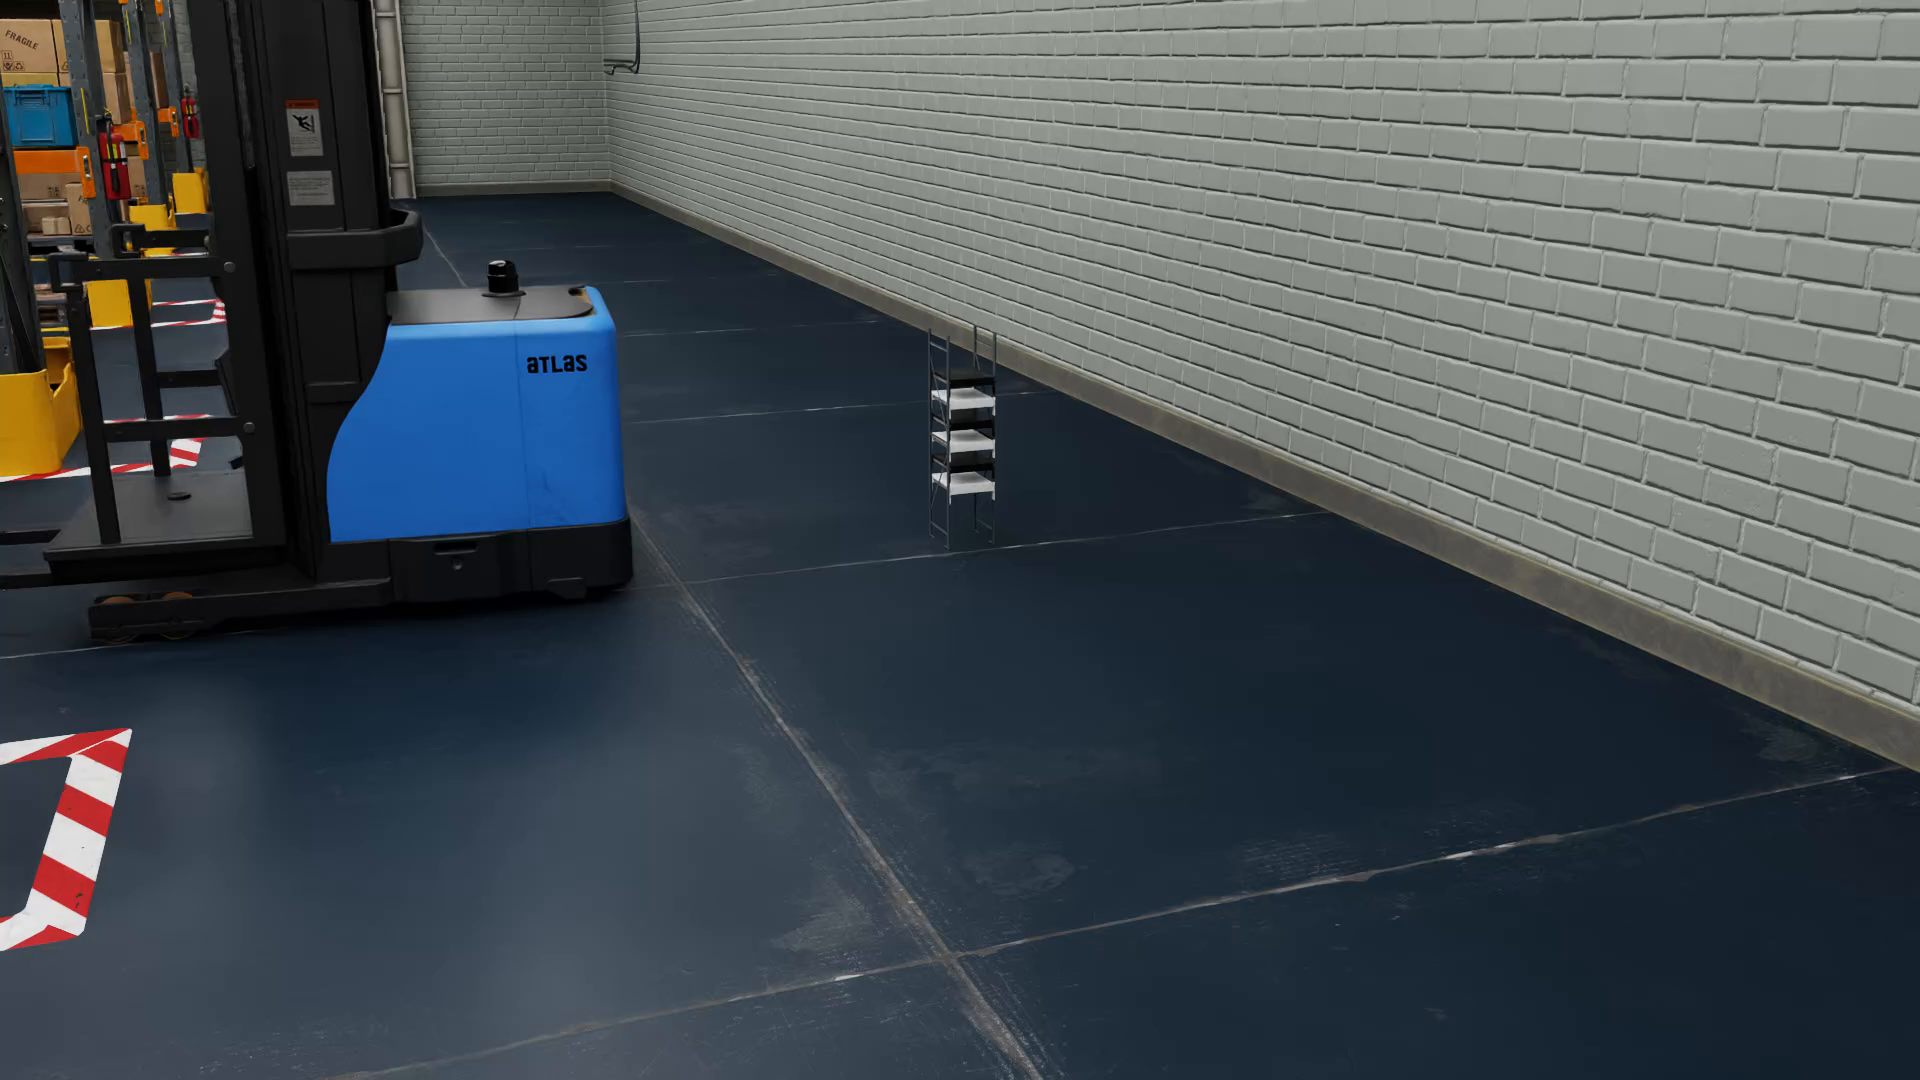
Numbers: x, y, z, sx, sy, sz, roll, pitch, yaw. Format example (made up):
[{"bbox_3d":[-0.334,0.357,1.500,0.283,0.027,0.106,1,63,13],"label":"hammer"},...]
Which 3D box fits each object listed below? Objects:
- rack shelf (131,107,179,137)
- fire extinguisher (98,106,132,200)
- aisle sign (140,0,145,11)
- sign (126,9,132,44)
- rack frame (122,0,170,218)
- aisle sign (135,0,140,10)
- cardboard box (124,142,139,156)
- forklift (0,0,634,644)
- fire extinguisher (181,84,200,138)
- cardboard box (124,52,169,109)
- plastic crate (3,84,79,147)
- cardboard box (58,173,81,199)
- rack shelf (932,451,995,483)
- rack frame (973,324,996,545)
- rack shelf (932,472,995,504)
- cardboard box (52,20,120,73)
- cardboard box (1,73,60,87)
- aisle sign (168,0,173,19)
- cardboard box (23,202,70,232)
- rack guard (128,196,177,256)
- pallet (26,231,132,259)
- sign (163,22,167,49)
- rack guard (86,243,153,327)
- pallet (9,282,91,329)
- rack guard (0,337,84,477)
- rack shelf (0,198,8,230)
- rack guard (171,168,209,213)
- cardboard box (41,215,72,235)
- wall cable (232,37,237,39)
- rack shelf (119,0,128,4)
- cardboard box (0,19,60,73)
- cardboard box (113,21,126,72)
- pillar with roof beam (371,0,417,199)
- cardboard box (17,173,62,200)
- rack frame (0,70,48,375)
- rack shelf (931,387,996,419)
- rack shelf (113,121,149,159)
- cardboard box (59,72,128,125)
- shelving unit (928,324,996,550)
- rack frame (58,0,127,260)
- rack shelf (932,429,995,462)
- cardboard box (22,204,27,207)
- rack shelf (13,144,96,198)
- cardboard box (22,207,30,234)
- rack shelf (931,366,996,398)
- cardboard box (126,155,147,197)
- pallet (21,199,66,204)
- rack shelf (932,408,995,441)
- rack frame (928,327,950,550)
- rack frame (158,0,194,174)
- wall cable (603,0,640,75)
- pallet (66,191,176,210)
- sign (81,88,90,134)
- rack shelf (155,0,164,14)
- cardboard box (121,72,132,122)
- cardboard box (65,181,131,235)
[{"bbox_3d":[-12.040,-5.270,20.998,4.000,0.370,1.077,-6,17,-20],"label":"rack shelf"},{"bbox_3d":[-6.324,-2.890,12.415,0.183,0.674,0.296,-6,17,-20],"label":"fire extinguisher"},{"bbox_3d":[-8.437,-5.846,17.067,0.004,0.787,0.394,-6,17,-20],"label":"aisle sign"},{"bbox_3d":[-8.216,-5.073,16.435,0.005,0.325,0.100,-6,17,-20],"label":"sign"},{"bbox_3d":[-8.396,-4.514,17.147,0.127,3.000,1.000,-6,17,-20],"label":"rack frame"},{"bbox_3d":[-8.223,-5.688,16.529,0.004,0.787,0.394,-6,17,-20],"label":"aisle sign"},{"bbox_3d":[-10.745,-5.099,21.677,0.250,0.149,0.380,-6,17,-20],"label":"cardboard box"},{"bbox_3d":[-2.825,-1.204,5.996,3.031,2.935,1.130,-4,17,-15],"label":"forklift"},{"bbox_3d":[-9.866,-5.495,21.285,0.183,0.674,0.296,-6,17,-20],"label":"fire extinguisher"},{"bbox_3d":[-10.645,-5.907,21.357,0.700,0.700,0.980,-5,17,-18],"label":"cardboard box"},{"bbox_3d":[-6.873,-3.173,12.412,0.499,0.435,0.616,-6,17,-20],"label":"plastic crate"},{"bbox_3d":[-11.257,-4.672,21.375,0.500,0.500,0.700,-6,17,-20],"label":"cardboard box"},{"bbox_3d":[0.008,-0.314,7.009,0.200,0.077,0.258,-6,17,-20],"label":"rack shelf"},{"bbox_3d":[0.103,-0.443,7.009,0.006,0.900,0.240,-6,17,-20],"label":"rack frame"},{"bbox_3d":[0.008,-0.228,7.034,0.200,0.077,0.258,-6,17,-20],"label":"rack shelf"},{"bbox_3d":[-8.713,-4.925,16.592,0.500,0.500,0.500,-6,18,-21],"label":"cardboard box"},{"bbox_3d":[-9.200,-4.392,16.554,0.500,0.500,0.500,-6,17,-20],"label":"cardboard box"},{"bbox_3d":[-9.997,-6.993,20.973,0.004,0.787,0.394,-6,17,-20],"label":"aisle sign"},{"bbox_3d":[-9.472,-3.375,17.368,0.500,0.250,0.500,-6,17,-20],"label":"cardboard box"},{"bbox_3d":[-8.467,-3.307,17.473,0.348,0.500,1.175,-6,17,-20],"label":"rack guard"},{"bbox_3d":[-9.211,-3.088,17.239,1.213,0.211,1.003,-6,17,-20],"label":"pallet"},{"bbox_3d":[-9.991,-6.342,20.896,0.005,0.325,0.100,-6,17,-20],"label":"sign"},{"bbox_3d":[-6.609,-2.017,13.079,0.348,0.500,1.175,-6,17,-20],"label":"rack guard"},{"bbox_3d":[-7.411,-1.800,12.852,1.213,0.211,1.003,-6,17,-20],"label":"pallet"},{"bbox_3d":[-4.832,-0.710,8.630,0.348,0.500,1.175,-6,17,-20],"label":"rack guard"},{"bbox_3d":[-6.722,-1.361,7.684,4.000,0.370,1.077,-6,17,-20],"label":"rack shelf"},{"bbox_3d":[-10.150,-4.620,21.944,0.348,0.500,1.175,-6,17,-20],"label":"rack guard"},{"bbox_3d":[-9.226,-3.229,17.018,0.250,0.166,0.380,-6,17,-20],"label":"cardboard box"},{"bbox_3d":[-9.315,-6.683,22.728,1.851,1.984,0.084,-6,17,-20],"label":"wall cable"},{"bbox_3d":[-10.264,-5.407,16.139,4.000,0.370,1.077,-6,17,-20],"label":"rack shelf"},{"bbox_3d":[-9.185,-4.873,16.418,0.500,0.500,0.500,-6,17,-19],"label":"cardboard box"},{"bbox_3d":[-8.905,-5.066,17.076,0.500,0.500,0.500,-6,17,-18],"label":"cardboard box"},{"bbox_3d":[-6.420,-8.063,18.583,0.400,9.000,9.100,-6,17,-20],"label":"pillar with roof beam"},{"bbox_3d":[-11.727,-4.621,21.202,0.500,0.500,0.700,-7,18,-22],"label":"cardboard box"},{"bbox_3d":[-4.855,-1.907,8.270,0.127,3.000,1.000,-6,17,-20],"label":"rack frame"},{"bbox_3d":[0.008,-0.573,6.933,0.200,0.077,0.258,-6,17,-20],"label":"rack shelf"},{"bbox_3d":[-10.264,-3.967,16.561,4.000,0.370,1.077,-6,17,-20],"label":"rack shelf"},{"bbox_3d":[-8.717,-4.445,16.735,0.500,0.500,0.500,-6,17,-18],"label":"cardboard box"},{"bbox_3d":[0.008,-0.433,6.974,0.210,0.900,0.258,-6,17,-20],"label":"shelving unit"},{"bbox_3d":[-6.627,-3.210,12.707,0.127,3.000,1.000,-6,17,-20],"label":"rack frame"},{"bbox_3d":[0.008,-0.401,6.984,0.200,0.077,0.258,-6,17,-20],"label":"rack shelf"},{"bbox_3d":[-9.939,-3.325,17.196,0.500,0.250,0.500,-6,17,-20],"label":"cardboard box"},{"bbox_3d":[-8.495,-2.664,12.122,4.000,0.370,1.077,-6,17,-20],"label":"rack shelf"},{"bbox_3d":[-9.713,-3.198,16.765,0.500,0.250,0.500,-6,17,-20],"label":"cardboard box"},{"bbox_3d":[0.008,-0.660,6.908,0.200,0.077,0.258,-6,17,-20],"label":"rack shelf"},{"bbox_3d":[-10.790,-4.722,21.547,0.500,0.500,0.700,-6,17,-20],"label":"cardboard box"},{"bbox_3d":[-12.028,-4.256,21.217,1.213,0.211,1.003,-6,17,-20],"label":"pallet"},{"bbox_3d":[0.008,-0.487,6.958,0.200,0.077,0.258,-6,17,-20],"label":"rack shelf"},{"bbox_3d":[-0.087,-0.422,6.939,0.006,0.900,0.240,-6,17,-20],"label":"rack frame"},{"bbox_3d":[-10.172,-5.817,21.584,0.127,3.000,1.000,-6,17,-20],"label":"rack frame"},{"bbox_3d":[-4.763,-7.682,22.797,0.112,2.526,3.097,-6,17,-20],"label":"wall cable"},{"bbox_3d":[-10.891,-4.378,21.632,1.213,0.211,1.003,-6,17,-20],"label":"pallet"},{"bbox_3d":[-6.415,-3.146,12.197,0.005,0.325,0.100,-6,17,-20],"label":"sign"},{"bbox_3d":[-12.040,-6.709,20.576,4.000,0.370,1.077,-6,17,-20],"label":"rack shelf"},{"bbox_3d":[-8.905,-4.587,17.216,0.500,0.500,0.500,-6,17,-19],"label":"cardboard box"},{"bbox_3d":[-8.816,-3.406,17.029,0.500,0.500,0.500,-6,17,-20],"label":"cardboard box"}]
